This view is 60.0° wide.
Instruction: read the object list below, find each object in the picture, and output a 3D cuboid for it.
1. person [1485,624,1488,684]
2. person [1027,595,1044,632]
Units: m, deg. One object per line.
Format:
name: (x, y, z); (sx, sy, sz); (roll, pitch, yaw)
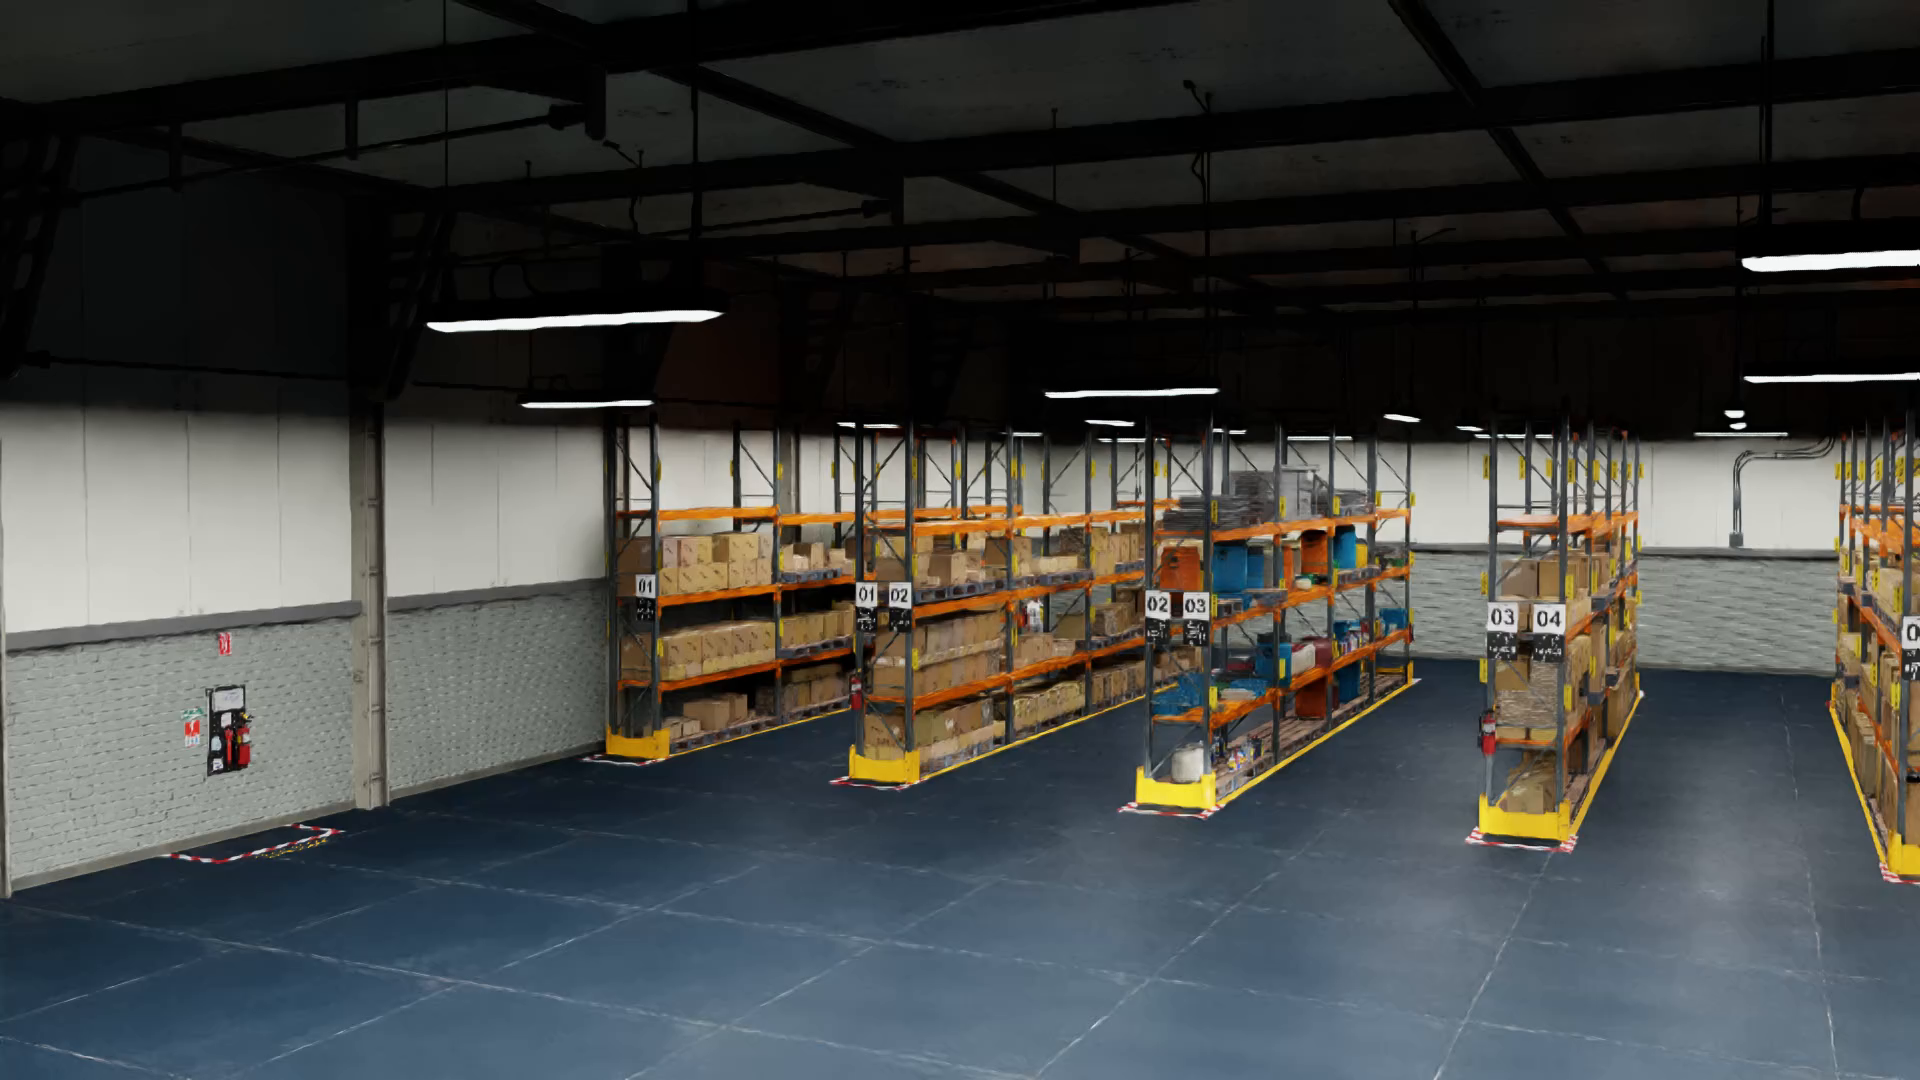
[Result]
person: (12.545, 2.507, 38.883); (0.553, 1.725, 1.030); (1, 3, 24)
person: (2.063, 2.240, 44.618); (0.772, 1.753, 0.582); (-1, 3, -28)
